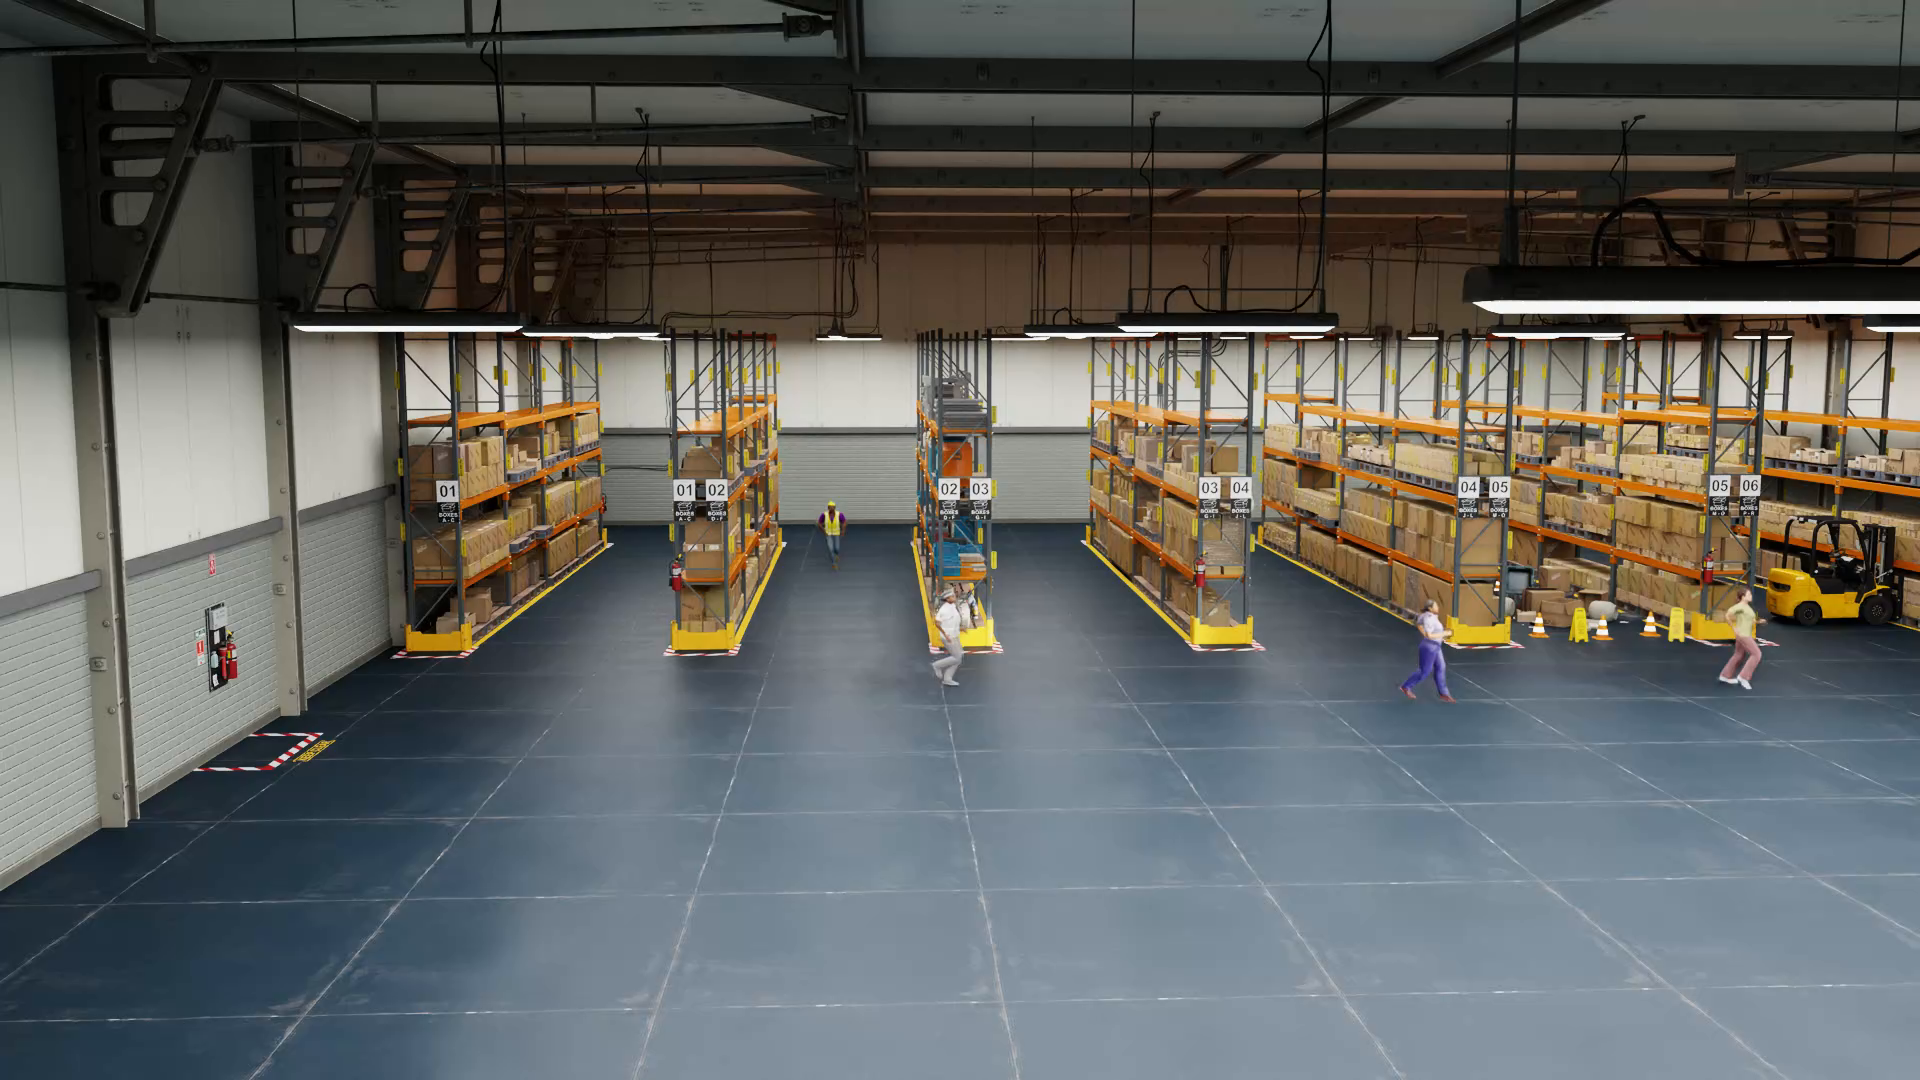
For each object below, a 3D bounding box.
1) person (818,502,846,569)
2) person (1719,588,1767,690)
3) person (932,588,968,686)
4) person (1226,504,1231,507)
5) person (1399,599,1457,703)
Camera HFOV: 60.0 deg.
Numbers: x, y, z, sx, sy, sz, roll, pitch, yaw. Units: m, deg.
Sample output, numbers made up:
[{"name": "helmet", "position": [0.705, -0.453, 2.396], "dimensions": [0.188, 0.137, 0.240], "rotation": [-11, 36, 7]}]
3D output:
[{"name": "person", "position": [-3.267, -0.129, 42.489], "dimensions": [0.717, 1.718, 0.579], "rotation": [-1, 7, -4]}, {"name": "person", "position": [13.047, 1.636, 27.708], "dimensions": [0.697, 1.700, 0.545], "rotation": [5, 8, 34]}, {"name": "person", "position": [-0.159, 1.623, 27.925], "dimensions": [0.559, 1.657, 0.575], "rotation": [2, 7, 20]}, {"name": "person", "position": [7.884, -0.783, 48.273], "dimensions": [0.768, 1.694, 0.631], "rotation": [-5, 8, -36]}, {"name": "person", "position": [7.490, 1.770, 26.546], "dimensions": [0.886, 1.670, 0.602], "rotation": [3, 7, 22]}]
